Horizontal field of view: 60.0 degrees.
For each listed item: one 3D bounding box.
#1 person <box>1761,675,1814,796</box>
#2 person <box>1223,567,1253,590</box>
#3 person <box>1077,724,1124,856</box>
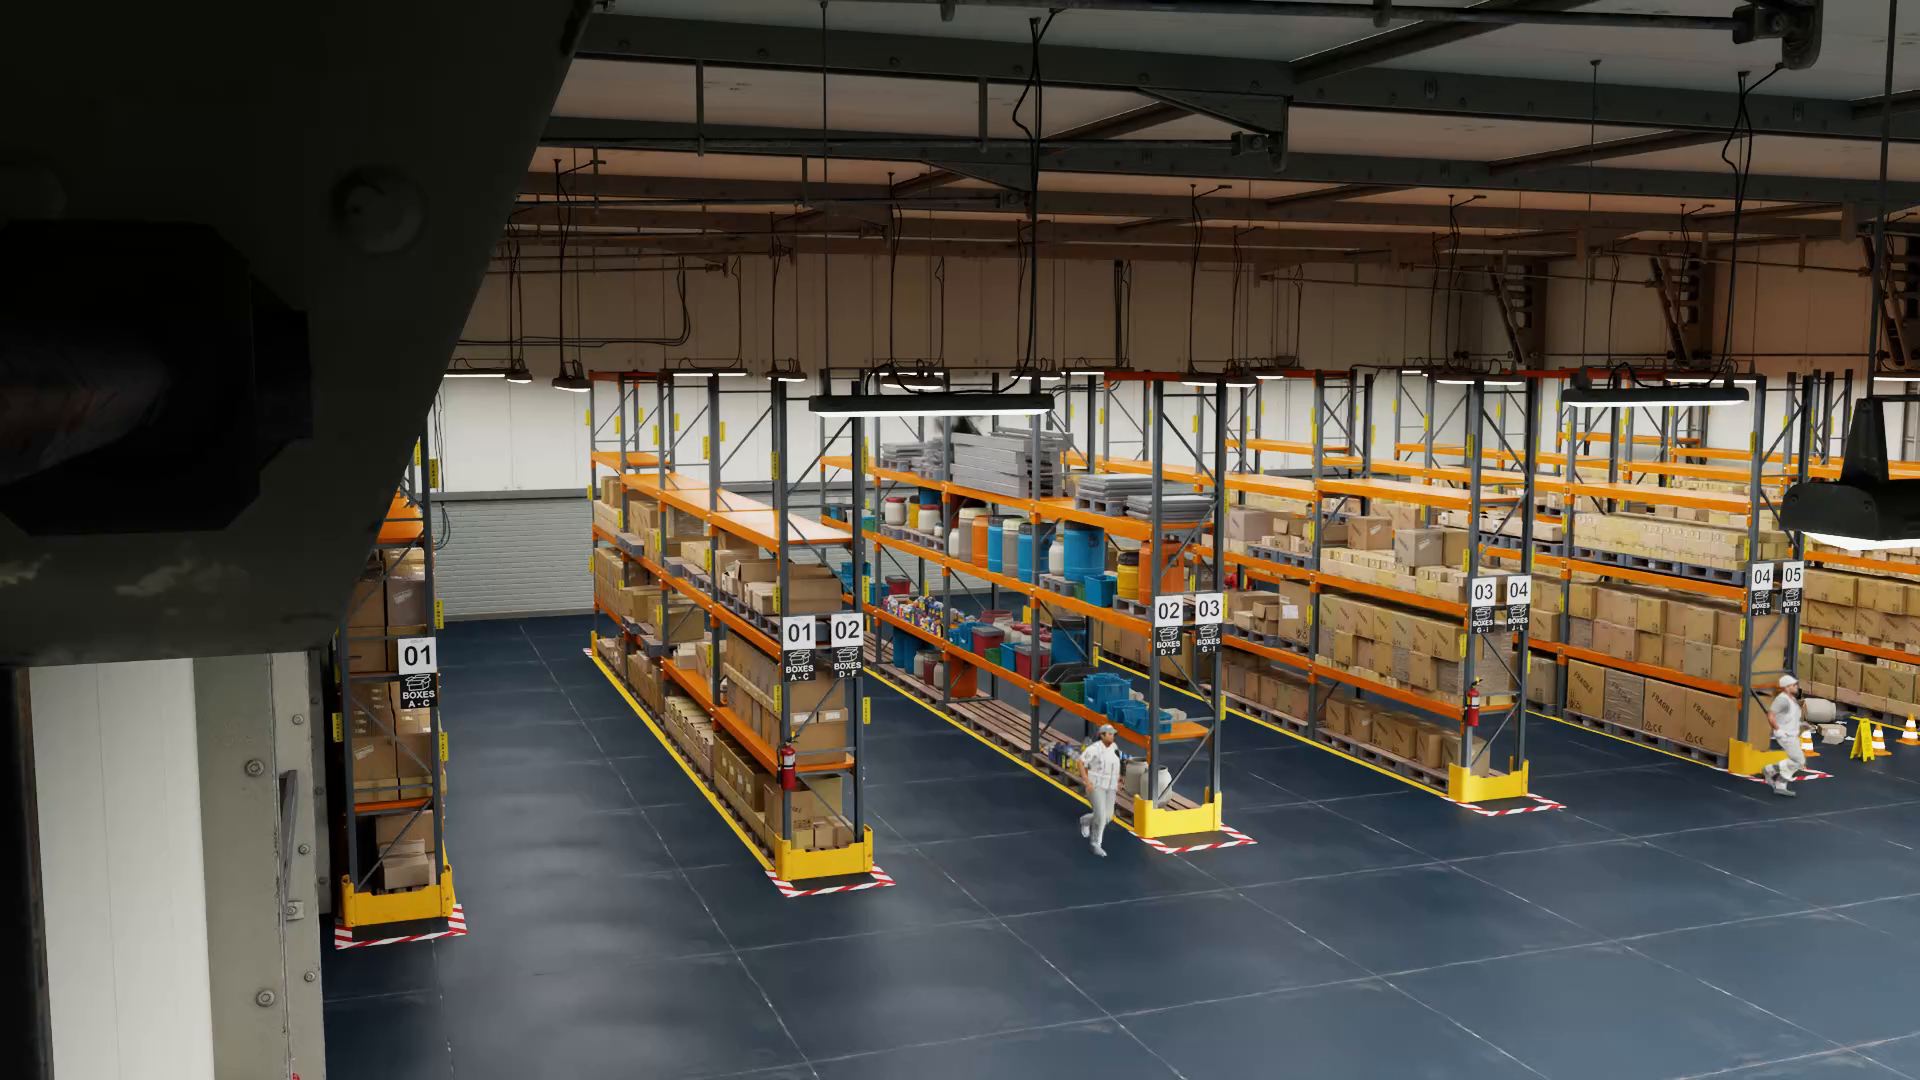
[{"bbox_3d":[11.895,2.808,23.888,0.602,1.737,0.676,5,8,39],"label":"person"},{"bbox_3d":[6.256,1.363,37.009,0.644,1.691,0.605,-2,7,-19],"label":"person"},{"bbox_3d":[1.800,3.169,21.359,0.646,1.635,0.682,-4,8,-33],"label":"person"}]
